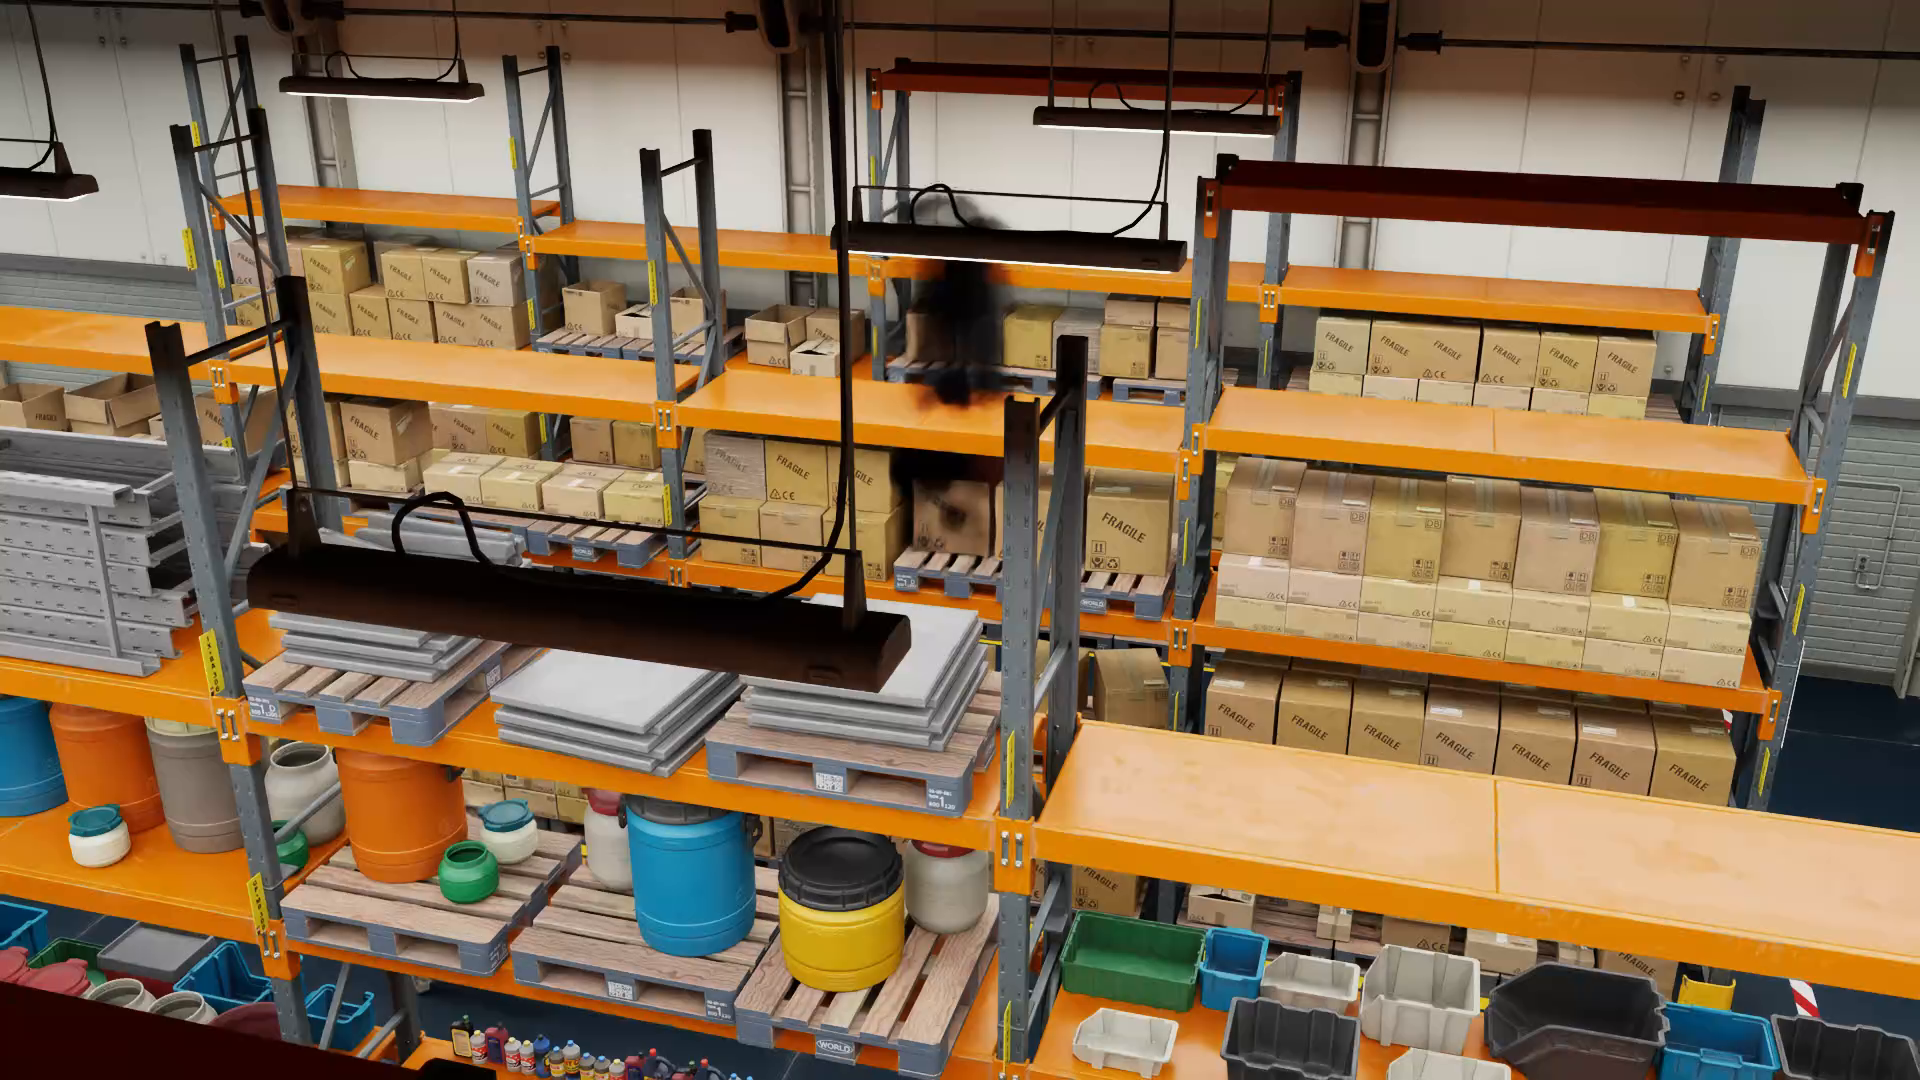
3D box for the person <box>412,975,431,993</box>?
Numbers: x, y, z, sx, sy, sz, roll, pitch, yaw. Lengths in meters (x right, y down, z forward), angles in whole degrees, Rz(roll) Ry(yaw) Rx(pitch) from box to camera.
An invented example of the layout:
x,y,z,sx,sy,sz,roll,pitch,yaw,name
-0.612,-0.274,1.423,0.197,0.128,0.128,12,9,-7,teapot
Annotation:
x,y,z,sx,sy,sz,roll,pitch,yaw,name
-3.789,2.639,12.198,1.002,1.769,0.681,7,23,16,person
